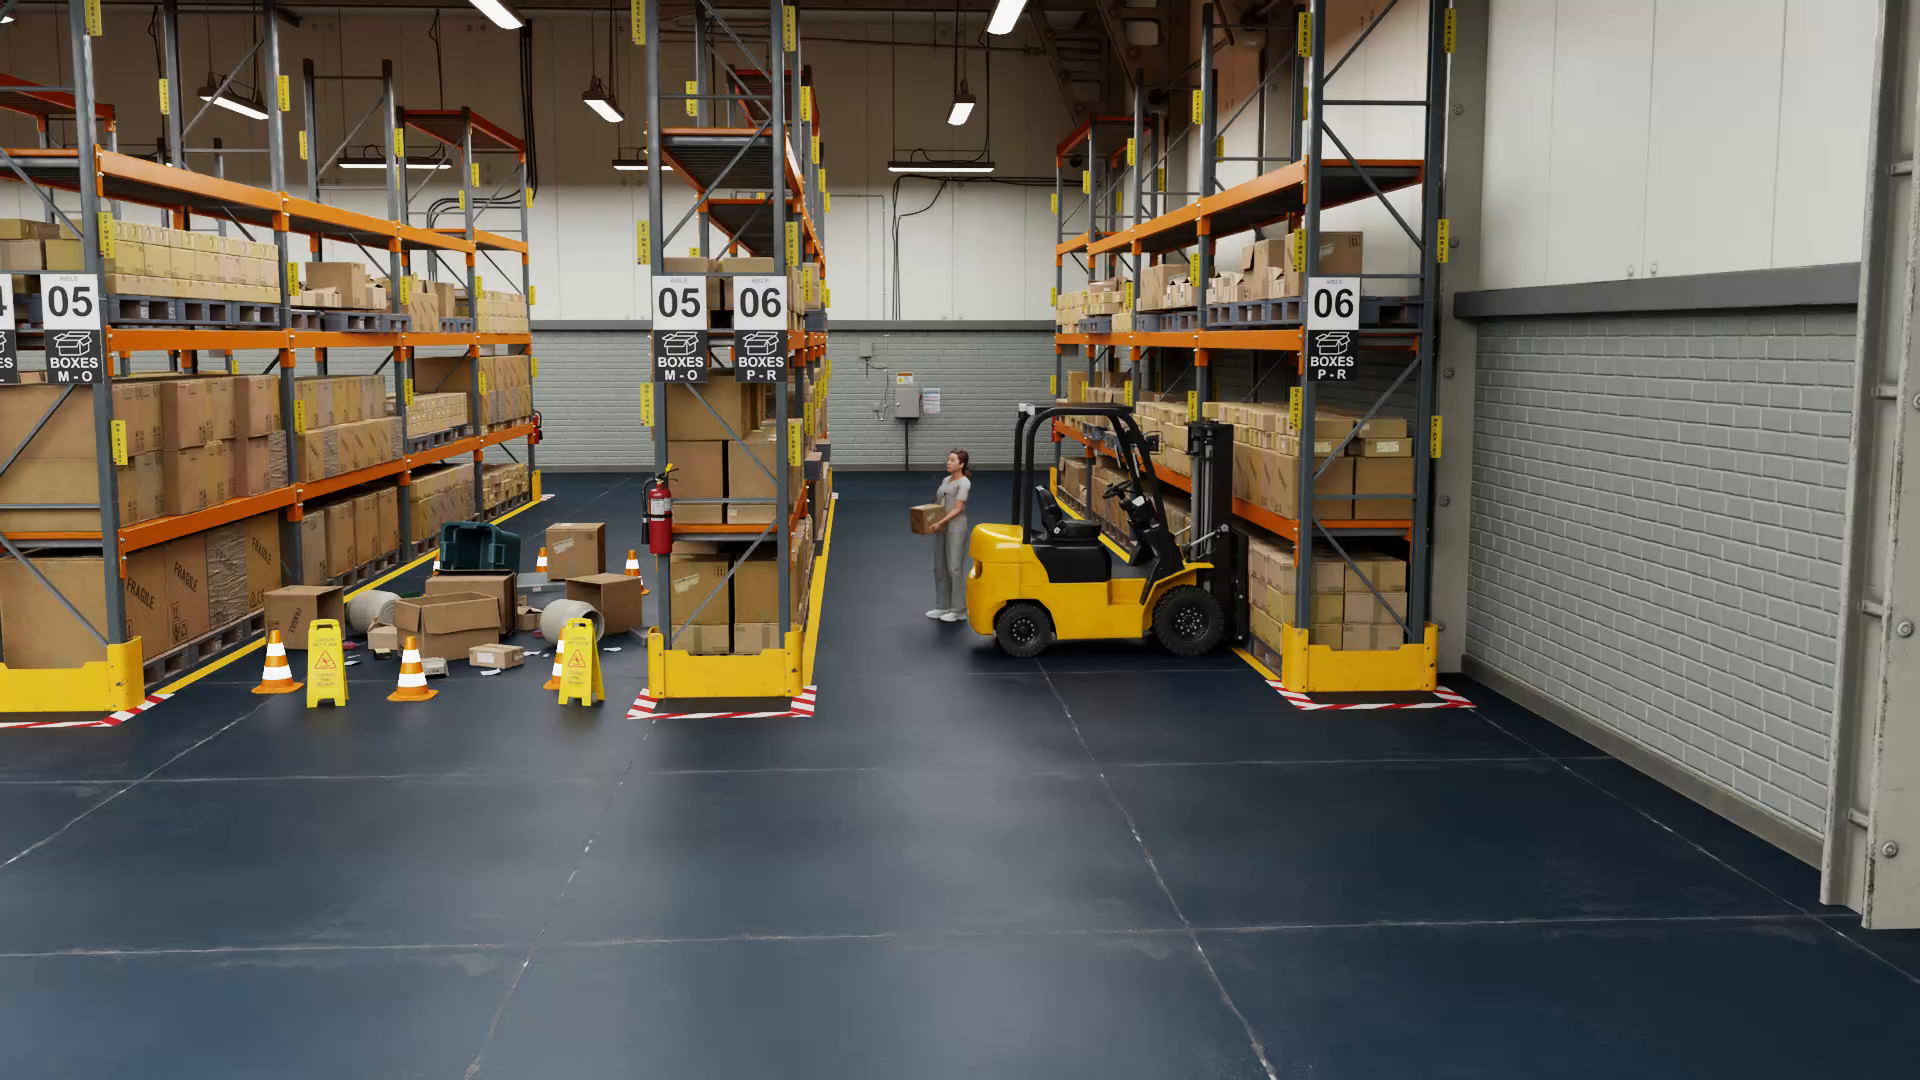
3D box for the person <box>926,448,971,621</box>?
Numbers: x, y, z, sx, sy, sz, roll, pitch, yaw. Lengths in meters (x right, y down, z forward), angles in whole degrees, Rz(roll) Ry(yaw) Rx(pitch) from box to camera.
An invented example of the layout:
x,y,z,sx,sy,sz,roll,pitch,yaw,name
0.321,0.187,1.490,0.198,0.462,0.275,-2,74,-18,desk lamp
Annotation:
x,y,z,sx,sy,sz,roll,pitch,yaw,name
-0.133,-0.053,16.197,0.551,1.671,0.444,-5,8,-33,person
